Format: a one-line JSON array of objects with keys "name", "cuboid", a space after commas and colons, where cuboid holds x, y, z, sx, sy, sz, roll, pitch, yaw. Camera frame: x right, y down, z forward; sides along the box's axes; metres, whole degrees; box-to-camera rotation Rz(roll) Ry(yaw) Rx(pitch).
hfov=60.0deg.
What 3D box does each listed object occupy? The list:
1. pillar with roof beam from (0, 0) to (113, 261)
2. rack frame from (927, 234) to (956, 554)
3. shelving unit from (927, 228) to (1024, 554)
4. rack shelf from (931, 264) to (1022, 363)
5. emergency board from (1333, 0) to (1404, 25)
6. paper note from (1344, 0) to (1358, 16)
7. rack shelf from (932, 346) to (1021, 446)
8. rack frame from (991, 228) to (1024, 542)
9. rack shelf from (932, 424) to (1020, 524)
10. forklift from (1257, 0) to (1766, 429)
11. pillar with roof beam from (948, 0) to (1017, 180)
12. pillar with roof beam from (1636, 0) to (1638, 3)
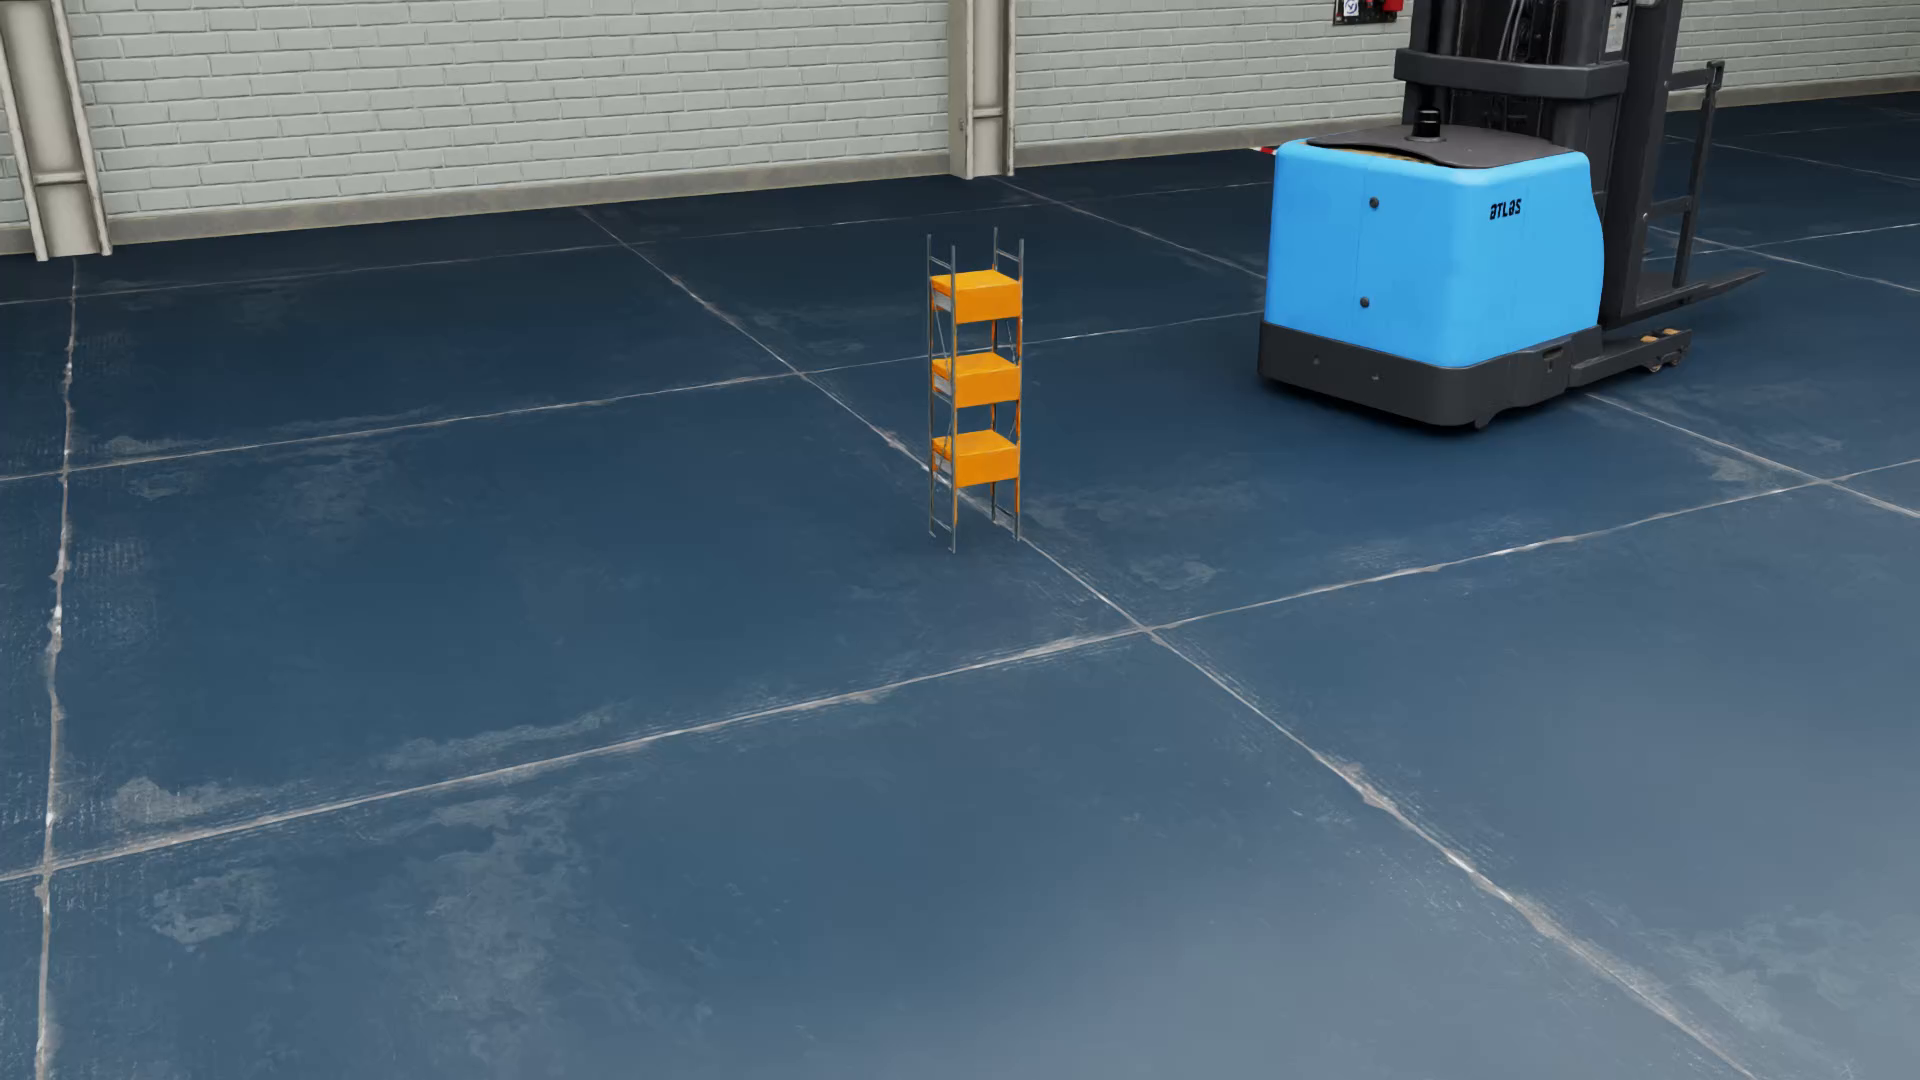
[{"name": "pillar with roof beam", "cuboid": [-3.382, -4.378, 4.562, 0.400, 9.000, 9.100, -10, 25, -24]}, {"name": "rack frame", "cuboid": [-0.062, -0.474, 5.522, 0.008, 1.050, 0.200, -10, 25, -24]}, {"name": "shelving unit", "cuboid": [0.048, -0.494, 5.571, 0.252, 1.050, 0.215, -10, 25, -24]}, {"name": "rack shelf", "cuboid": [0.048, -0.746, 5.466, 0.240, 0.259, 0.215, -10, 25, -24]}, {"name": "emergency board", "cuboid": [3.320, -4.684, 13.144, 0.643, 1.169, 0.194, -10, 25, -24]}, {"name": "paper note", "cuboid": [3.131, -4.271, 13.299, 0.142, 0.148, 0.016, -10, 25, -24]}, {"name": "rack shelf", "cuboid": [0.048, -0.484, 5.575, 0.240, 0.259, 0.215, -10, 25, -24]}, {"name": "rack frame", "cuboid": [0.158, -0.514, 5.620, 0.008, 1.050, 0.200, -10, 25, -24]}, {"name": "rack shelf", "cuboid": [0.048, -0.227, 5.681, 0.240, 0.259, 0.215, -10, 25, -24]}, {"name": "forklift", "cuboid": [2.762, -2.256, 7.367, 3.031, 2.935, 1.130, -18, 29, -37]}, {"name": "pillar with roof beam", "cuboid": [2.024, -5.374, 6.966, 0.400, 9.000, 9.100, -10, 25, -24]}, {"name": "pillar with roof beam", "cuboid": [7.431, -6.369, 9.371, 0.400, 9.000, 9.100, -10, 25, -24]}]
